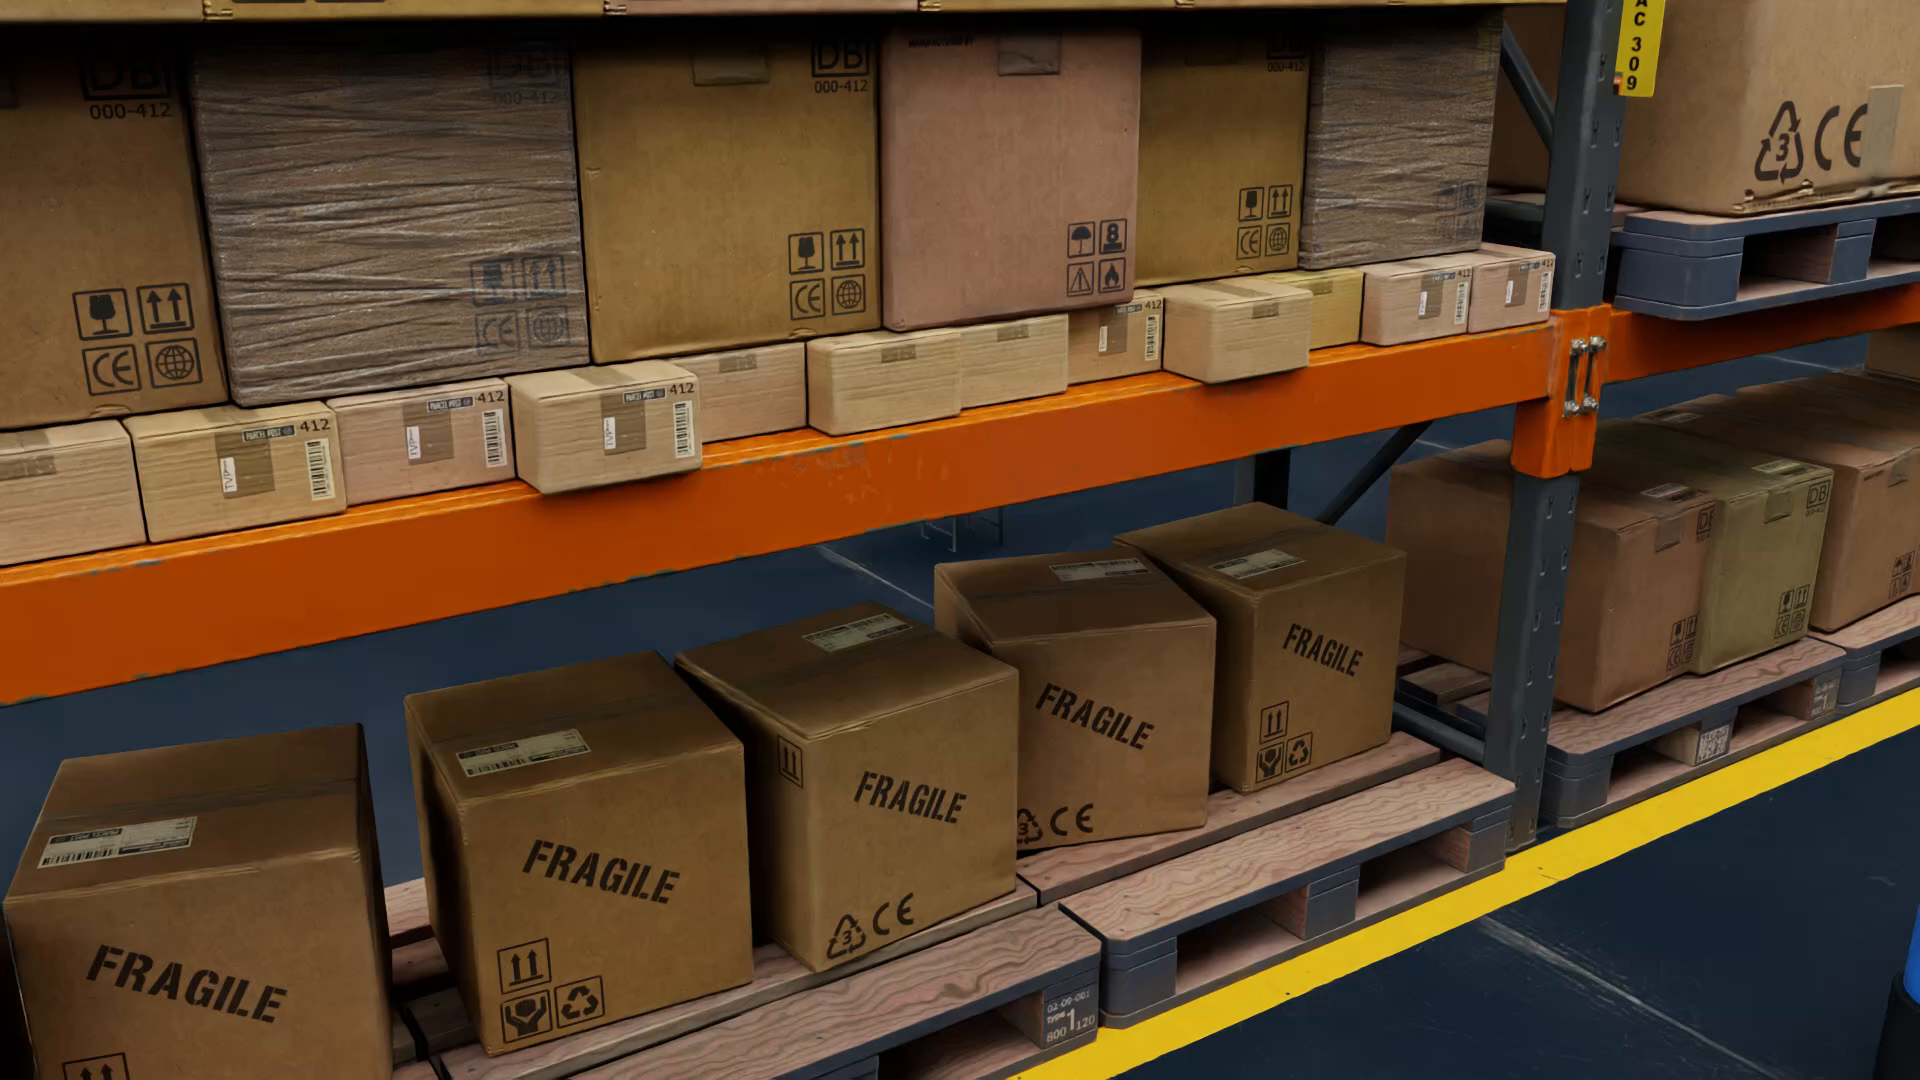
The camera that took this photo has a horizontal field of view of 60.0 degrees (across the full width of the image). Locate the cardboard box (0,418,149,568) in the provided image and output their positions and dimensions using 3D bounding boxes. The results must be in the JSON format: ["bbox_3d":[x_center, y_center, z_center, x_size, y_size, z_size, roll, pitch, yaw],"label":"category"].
[{"bbox_3d":[-1.263,-0.093,2.227,0.250,0.149,0.380,-12,22,-31],"label":"cardboard box"}]

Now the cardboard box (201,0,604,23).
[{"bbox_3d":[-0.818,-0.957,2.211,0.500,0.500,0.500,-12,22,-31],"label":"cardboard box"}]

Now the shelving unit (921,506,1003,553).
[{"bbox_3d":[0.007,-0.428,6.105,0.210,0.900,0.258,-12,22,-31],"label":"shelving unit"}]

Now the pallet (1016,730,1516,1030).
[{"bbox_3d":[0.533,0.648,4.000,1.213,0.211,1.003,-12,22,-31],"label":"pallet"}]

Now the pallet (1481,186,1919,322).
[{"bbox_3d":[1.793,-0.806,4.245,1.213,0.211,1.003,-12,22,-31],"label":"pallet"}]

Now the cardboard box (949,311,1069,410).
[{"bbox_3d":[-0.014,-0.359,3.015,0.250,0.149,0.380,-12,22,-31],"label":"cardboard box"}]

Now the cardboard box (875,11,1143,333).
[{"bbox_3d":[-0.134,-0.733,3.109,0.500,0.500,0.875,-12,22,-31],"label":"cardboard box"}]

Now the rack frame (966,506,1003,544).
[{"bbox_3d":[0.092,-0.446,6.158,0.006,0.900,0.240,-12,22,-31],"label":"rack frame"}]

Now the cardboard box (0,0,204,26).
[{"bbox_3d":[-1.235,-0.869,1.949,0.500,0.500,0.500,-12,22,-31],"label":"cardboard box"}]

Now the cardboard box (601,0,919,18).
[{"bbox_3d":[-0.404,-1.047,2.476,0.500,0.500,0.500,-12,22,-31],"label":"cardboard box"}]

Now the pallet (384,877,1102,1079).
[{"bbox_3d":[-0.487,0.864,3.360,1.213,0.211,1.003,-12,22,-31],"label":"pallet"}]

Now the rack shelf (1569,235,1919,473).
[{"bbox_3d":[2.745,-0.813,5.088,4.000,0.370,1.077,-12,22,-31],"label":"rack shelf"}]

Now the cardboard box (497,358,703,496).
[{"bbox_3d":[-0.591,-0.202,2.552,0.250,0.149,0.380,-12,22,-31],"label":"cardboard box"}]

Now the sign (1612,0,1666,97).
[{"bbox_3d":[1.380,-1.067,3.367,0.005,0.325,0.100,-12,22,-31],"label":"sign"}]

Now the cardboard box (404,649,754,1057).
[{"bbox_3d":[-0.722,0.563,3.142,0.500,0.500,0.500,-10,21,-26],"label":"cardboard box"}]

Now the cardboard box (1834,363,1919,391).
[{"bbox_3d":[3.411,-0.305,5.681,0.500,0.500,0.700,-14,23,-36],"label":"cardboard box"}]

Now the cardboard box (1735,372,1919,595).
[{"bbox_3d":[2.941,-0.204,5.380,0.500,0.500,0.700,-10,21,-27],"label":"cardboard box"}]

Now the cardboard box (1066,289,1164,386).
[{"bbox_3d":[0.172,-0.414,3.177,0.250,0.149,0.380,-12,22,-31],"label":"cardboard box"}]

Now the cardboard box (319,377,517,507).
[{"bbox_3d":[-0.857,-0.186,2.504,0.250,0.149,0.380,-12,22,-31],"label":"cardboard box"}]

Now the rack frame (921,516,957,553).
[{"bbox_3d":[-0.078,-0.410,6.052,0.006,0.900,0.240,-12,22,-31],"label":"rack frame"}]

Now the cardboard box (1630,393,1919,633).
[{"bbox_3d":[2.475,-0.105,5.089,0.500,0.500,0.700,-14,23,-36],"label":"cardboard box"}]

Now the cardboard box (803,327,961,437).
[{"bbox_3d":[-0.204,-0.305,2.857,0.250,0.149,0.380,-12,22,-31],"label":"cardboard box"}]

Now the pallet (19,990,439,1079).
[{"bbox_3d":[-1.505,1.077,2.728,1.213,0.211,1.003,-12,22,-31],"label":"pallet"}]

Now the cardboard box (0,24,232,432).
[{"bbox_3d":[-1.440,-0.495,2.404,0.500,0.500,0.875,-12,22,-31],"label":"cardboard box"}]

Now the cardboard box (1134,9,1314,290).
[{"bbox_3d":[0.228,-0.848,3.449,0.500,0.500,0.875,-12,22,-31],"label":"cardboard box"}]

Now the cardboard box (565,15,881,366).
[{"bbox_3d":[-0.575,-0.656,2.881,0.500,0.500,0.875,-12,22,-31],"label":"cardboard box"}]

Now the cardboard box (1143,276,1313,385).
[{"bbox_3d":[0.454,-0.422,3.203,0.250,0.149,0.380,-12,22,-31],"label":"cardboard box"}]

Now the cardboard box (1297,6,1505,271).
[{"bbox_3d":[0.665,-0.927,3.682,0.500,0.500,0.875,-12,22,-31],"label":"cardboard box"}]

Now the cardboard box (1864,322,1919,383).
[{"bbox_3d":[3.435,-0.663,5.568,0.500,0.250,0.500,-9,21,-25],"label":"cardboard box"}]

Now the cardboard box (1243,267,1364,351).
[{"bbox_3d":[0.601,-0.496,3.421,0.250,0.149,0.380,-12,22,-31],"label":"cardboard box"}]

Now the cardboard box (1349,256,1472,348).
[{"bbox_3d":[0.843,-0.524,3.504,0.250,0.149,0.380,-12,22,-31],"label":"cardboard box"}]

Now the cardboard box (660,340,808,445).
[{"bbox_3d":[-0.455,-0.282,2.787,0.250,0.149,0.380,-12,22,-31],"label":"cardboard box"}]

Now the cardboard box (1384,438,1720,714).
[{"bbox_3d":[1.599,0.072,4.564,0.500,0.500,0.700,-14,23,-36],"label":"cardboard box"}]

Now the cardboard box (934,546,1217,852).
[{"bbox_3d":[0.244,0.347,3.783,0.500,0.500,0.500,-5,19,-14],"label":"cardboard box"}]

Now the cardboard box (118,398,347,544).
[{"bbox_3d":[-1.050,-0.135,2.352,0.250,0.149,0.380,-12,22,-31],"label":"cardboard box"}]

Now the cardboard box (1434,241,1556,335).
[{"bbox_3d":[1.057,-0.566,3.627,0.250,0.149,0.380,-12,22,-31],"label":"cardboard box"}]

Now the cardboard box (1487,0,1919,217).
[{"bbox_3d":[1.815,-1.387,4.071,1.000,1.000,1.000,-12,22,-31],"label":"cardboard box"}]

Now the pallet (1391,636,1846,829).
[{"bbox_3d":[1.724,0.382,4.784,1.213,0.211,1.003,-12,22,-31],"label":"pallet"}]

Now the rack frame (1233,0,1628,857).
[{"bbox_3d":[1.075,-0.801,3.931,0.127,3.000,1.000,-12,22,-31],"label":"rack frame"}]

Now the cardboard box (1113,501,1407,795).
[{"bbox_3d":[0.719,0.244,4.087,0.500,0.500,0.500,-13,22,-33],"label":"cardboard box"}]

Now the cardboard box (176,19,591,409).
[{"bbox_3d":[-0.999,-0.571,2.630,0.500,0.500,0.875,-12,22,-31],"label":"cardboard box"}]

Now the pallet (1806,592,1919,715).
[{"bbox_3d":[2.744,0.166,5.424,1.213,0.211,1.003,-12,22,-31],"label":"pallet"}]

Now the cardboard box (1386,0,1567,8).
[{"bbox_3d":[0.850,-1.310,3.255,0.500,0.500,0.500,-12,22,-31],"label":"cardboard box"}]

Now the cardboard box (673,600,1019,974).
[{"bbox_3d":[-0.231,0.477,3.397,0.500,0.500,0.500,-14,23,-36],"label":"cardboard box"}]

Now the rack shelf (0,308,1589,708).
[{"bbox_3d":[-0.596,-0.108,3.004,4.000,0.370,1.077,-12,22,-31],"label":"rack shelf"}]

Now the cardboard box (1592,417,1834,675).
[{"bbox_3d":[2.008,-0.007,4.797,0.500,0.500,0.700,-12,22,-32],"label":"cardboard box"}]

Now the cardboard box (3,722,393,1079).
[{"bbox_3d":[-1.255,0.669,2.831,0.500,0.500,0.500,-6,20,-17],"label":"cardboard box"}]

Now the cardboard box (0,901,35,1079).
[{"bbox_3d":[-1.735,0.783,2.492,0.500,0.500,0.500,-8,20,-21],"label":"cardboard box"}]

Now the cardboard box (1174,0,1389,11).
[{"bbox_3d":[0.433,-1.222,2.993,0.500,0.500,0.500,-12,22,-31],"label":"cardboard box"}]

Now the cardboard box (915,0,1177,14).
[{"bbox_3d":[0.015,-1.134,2.734,0.500,0.500,0.500,-12,22,-31],"label":"cardboard box"}]
